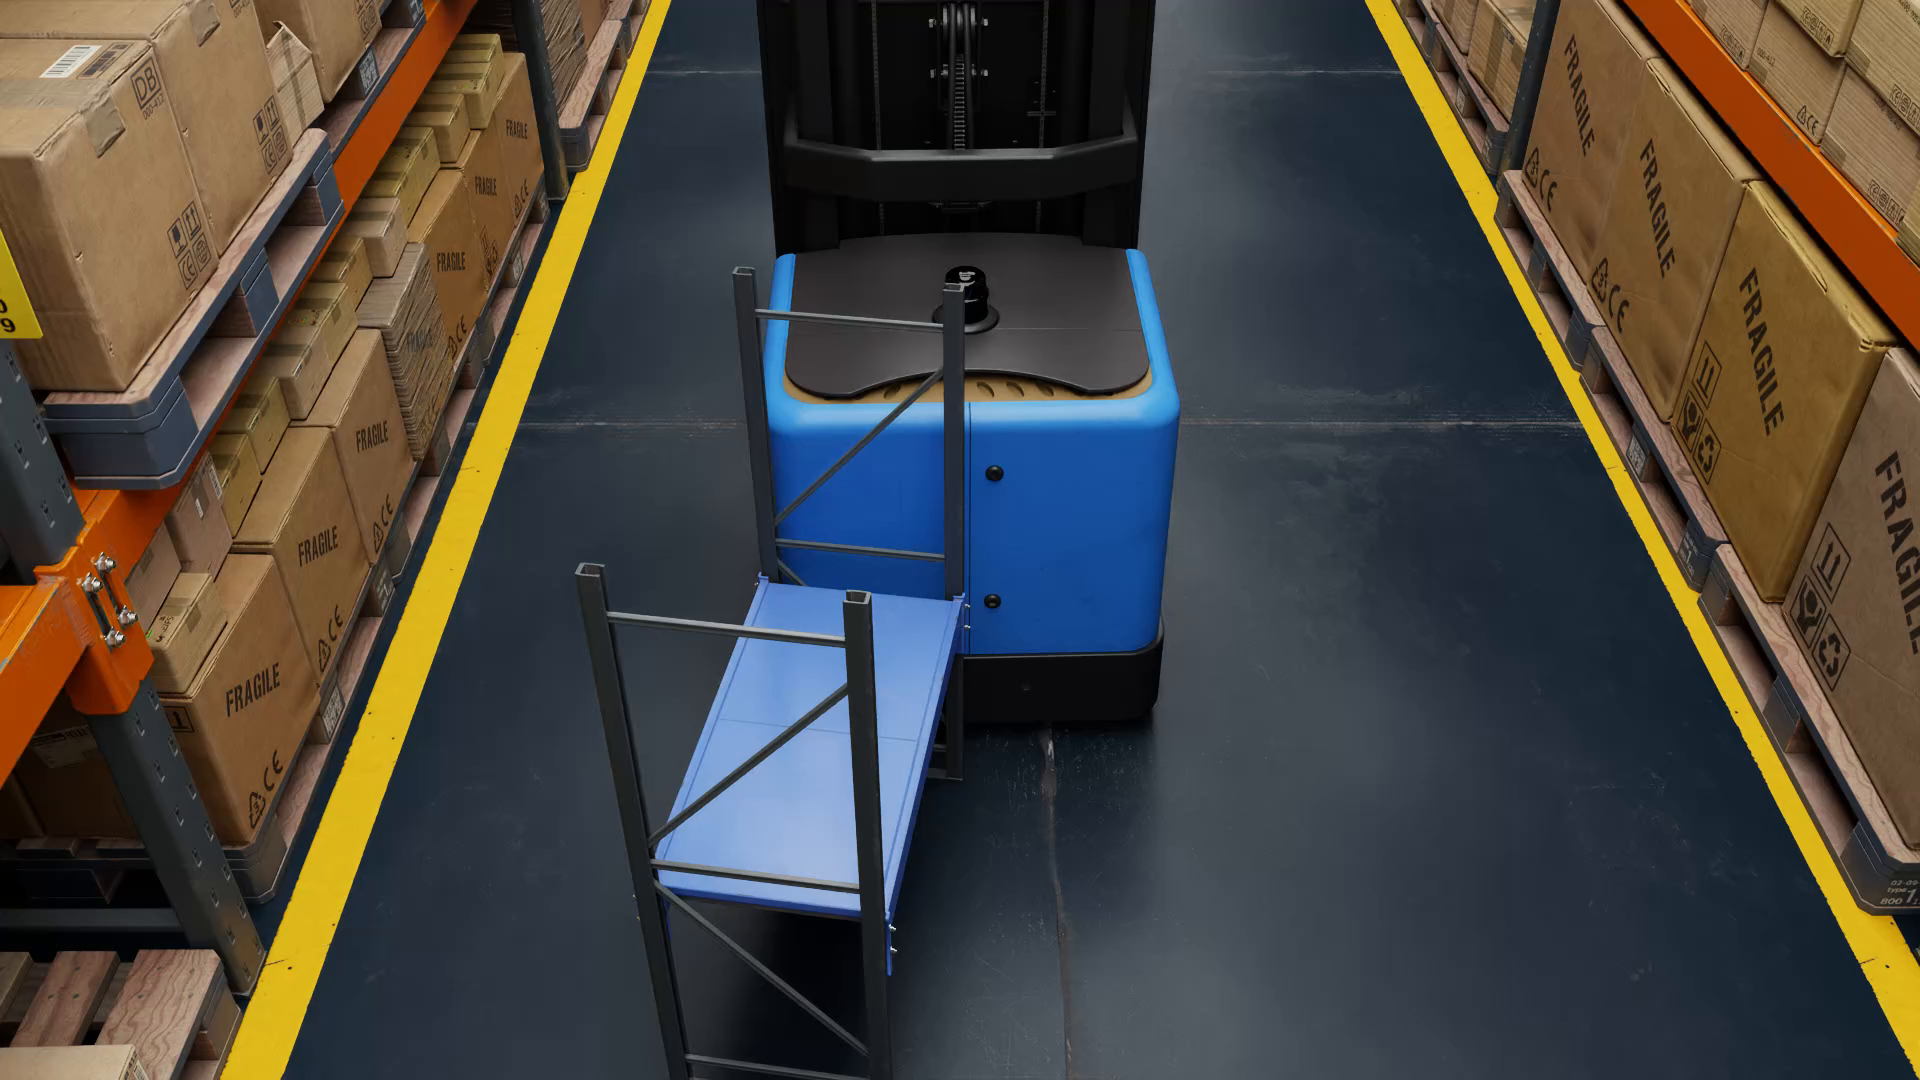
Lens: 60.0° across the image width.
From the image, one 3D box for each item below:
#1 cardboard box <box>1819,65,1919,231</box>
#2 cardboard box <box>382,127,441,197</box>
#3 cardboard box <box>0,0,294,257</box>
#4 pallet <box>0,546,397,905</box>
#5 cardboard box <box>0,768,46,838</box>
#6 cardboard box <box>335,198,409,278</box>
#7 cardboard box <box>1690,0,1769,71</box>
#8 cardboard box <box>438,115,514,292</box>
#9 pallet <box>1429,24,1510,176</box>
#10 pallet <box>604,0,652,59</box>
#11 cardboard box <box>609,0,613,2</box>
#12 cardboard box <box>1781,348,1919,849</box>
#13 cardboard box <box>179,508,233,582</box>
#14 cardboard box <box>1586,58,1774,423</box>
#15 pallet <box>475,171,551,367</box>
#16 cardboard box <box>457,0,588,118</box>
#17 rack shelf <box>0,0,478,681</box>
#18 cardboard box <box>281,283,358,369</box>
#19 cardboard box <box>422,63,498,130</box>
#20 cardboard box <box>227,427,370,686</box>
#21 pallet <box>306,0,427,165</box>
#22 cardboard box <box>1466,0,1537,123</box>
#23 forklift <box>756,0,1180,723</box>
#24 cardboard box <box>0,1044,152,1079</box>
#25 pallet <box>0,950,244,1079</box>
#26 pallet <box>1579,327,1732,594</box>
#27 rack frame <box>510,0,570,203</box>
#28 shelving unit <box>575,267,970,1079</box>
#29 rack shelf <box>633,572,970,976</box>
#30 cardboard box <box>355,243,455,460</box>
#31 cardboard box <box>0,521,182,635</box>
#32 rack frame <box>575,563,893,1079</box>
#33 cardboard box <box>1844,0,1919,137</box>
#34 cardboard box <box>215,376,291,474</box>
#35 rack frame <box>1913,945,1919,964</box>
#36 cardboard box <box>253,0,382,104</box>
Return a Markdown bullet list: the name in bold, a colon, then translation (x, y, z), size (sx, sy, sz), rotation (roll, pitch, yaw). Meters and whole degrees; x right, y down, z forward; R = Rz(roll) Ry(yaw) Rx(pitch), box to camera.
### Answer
- **cardboard box**: translation (2.565, -0.993, 4.210), size (0.500, 0.250, 0.500), rotation (-1, 39, -1)
- **cardboard box**: translation (-1.974, -1.265, 5.574), size (0.380, 0.149, 0.250), rotation (1, 39, 1)
- **cardboard box**: translation (-1.943, -0.961, 3.634), size (0.700, 0.500, 0.500), rotation (0, 39, 0)
- **pallet**: translation (-2.204, 0.448, 4.522), size (1.003, 0.211, 1.213), rotation (0, 39, 0)
- **cardboard box**: translation (-2.462, 0.373, 4.048), size (0.500, 0.500, 0.500), rotation (0, 39, 0)
- **cardboard box**: translation (-1.943, -0.936, 5.164), size (0.380, 0.149, 0.250), rotation (-2, 39, -2)
- **cardboard box**: translation (2.556, -1.625, 4.999), size (0.500, 0.250, 0.500), rotation (1, 39, 1)
- **cardboard box**: translation (-1.964, -1.244, 6.067), size (0.500, 0.500, 0.500), rotation (-1, 39, -1)
- **pallet**: translation (2.794, -2.039, 7.626), size (1.003, 0.211, 1.213), rotation (0, 39, 0)
- **pallet**: translation (-2.130, -2.820, 8.601), size (1.003, 0.211, 1.213), rotation (0, 39, 0)
- **cardboard box**: translation (-2.167, -3.090, 8.270), size (0.875, 0.625, 0.625), rotation (-2, 39, -2)
- **cardboard box**: translation (2.718, 0.140, 4.039), size (0.875, 0.875, 0.875), rotation (1, 39, 1)
- **cardboard box**: translation (-1.977, 0.029, 3.959), size (0.380, 0.149, 0.250), rotation (-1, 39, -1)
- **cardboard box**: translation (2.708, -0.984, 5.442), size (0.875, 0.875, 0.875), rotation (0, 39, 1)
- **pallet**: translation (-2.207, -1.078, 6.426), size (1.003, 0.211, 1.213), rotation (0, 39, 0)
- **cardboard box**: translation (-2.157, -2.260, 7.235), size (0.875, 0.625, 0.625), rotation (1, 39, 1)
- **rack shelf**: translation (-2.168, -1.101, 4.801), size (1.077, 0.370, 4.000), rotation (0, 39, 0)
- **cardboard box**: translation (-1.964, -0.614, 4.762), size (0.380, 0.149, 0.250), rotation (1, 39, 2)
- **cardboard box**: translation (-1.885, -1.595, 5.986), size (0.380, 0.149, 0.250), rotation (-2, 39, -2)
- **cardboard box**: translation (-1.951, 0.045, 4.459), size (0.500, 0.500, 0.500), rotation (-1, 39, -1)
- **pallet**: translation (-2.163, -1.342, 4.679), size (1.003, 0.211, 1.213), rotation (0, 39, 0)
- **cardboard box**: translation (2.803, -2.130, 7.275), size (0.950, 0.372, 0.625), rotation (-2, 39, -3)
- **forklift**: translation (-0.018, -1.538, 4.825), size (1.130, 2.935, 3.031), rotation (-1, 39, -1)
- **cardboard box**: translation (-1.871, 1.165, 3.341), size (0.380, 0.149, 0.250), rotation (-1, 39, -1)
- **pallet**: translation (-2.166, 1.386, 3.351), size (1.003, 0.211, 1.213), rotation (0, 39, 0)
- **pallet**: translation (2.718, -0.296, 5.451), size (1.003, 0.211, 1.213), rotation (0, 39, 0)
- **rack frame**: translation (-2.170, -2.633, 6.137), size (1.000, 3.000, 0.127), rotation (0, 39, 0)
- **shelving unit**: translation (-0.317, 0.343, 3.623), size (0.538, 1.500, 1.048), rotation (6, 39, 7)
- **rack shelf**: translation (-0.317, 0.483, 3.736), size (0.538, 0.185, 1.000), rotation (6, 39, 7)
- **cardboard box**: translation (-1.942, -0.592, 5.253), size (0.500, 0.500, 0.500), rotation (-1, 39, -2)
- **cardboard box**: translation (-1.960, 0.087, 3.650), size (0.380, 0.149, 0.250), rotation (-1, 39, -1)
- **rack frame**: translation (-0.395, 0.657, 3.231), size (0.500, 1.500, 0.032), rotation (6, 39, 7)
- **cardboard box**: translation (2.540, -1.186, 4.051), size (0.500, 0.250, 0.500), rotation (1, 39, 1)
- **cardboard box**: translation (-2.003, -0.302, 4.373), size (0.380, 0.149, 0.250), rotation (-1, 39, -1)
- **rack frame**: translation (2.798, -0.137, 3.023), size (1.000, 3.000, 0.127), rotation (0, 39, 0)
- **cardboard box**: translation (-1.944, -1.452, 4.247), size (0.700, 0.500, 0.500), rotation (0, 39, 0)
